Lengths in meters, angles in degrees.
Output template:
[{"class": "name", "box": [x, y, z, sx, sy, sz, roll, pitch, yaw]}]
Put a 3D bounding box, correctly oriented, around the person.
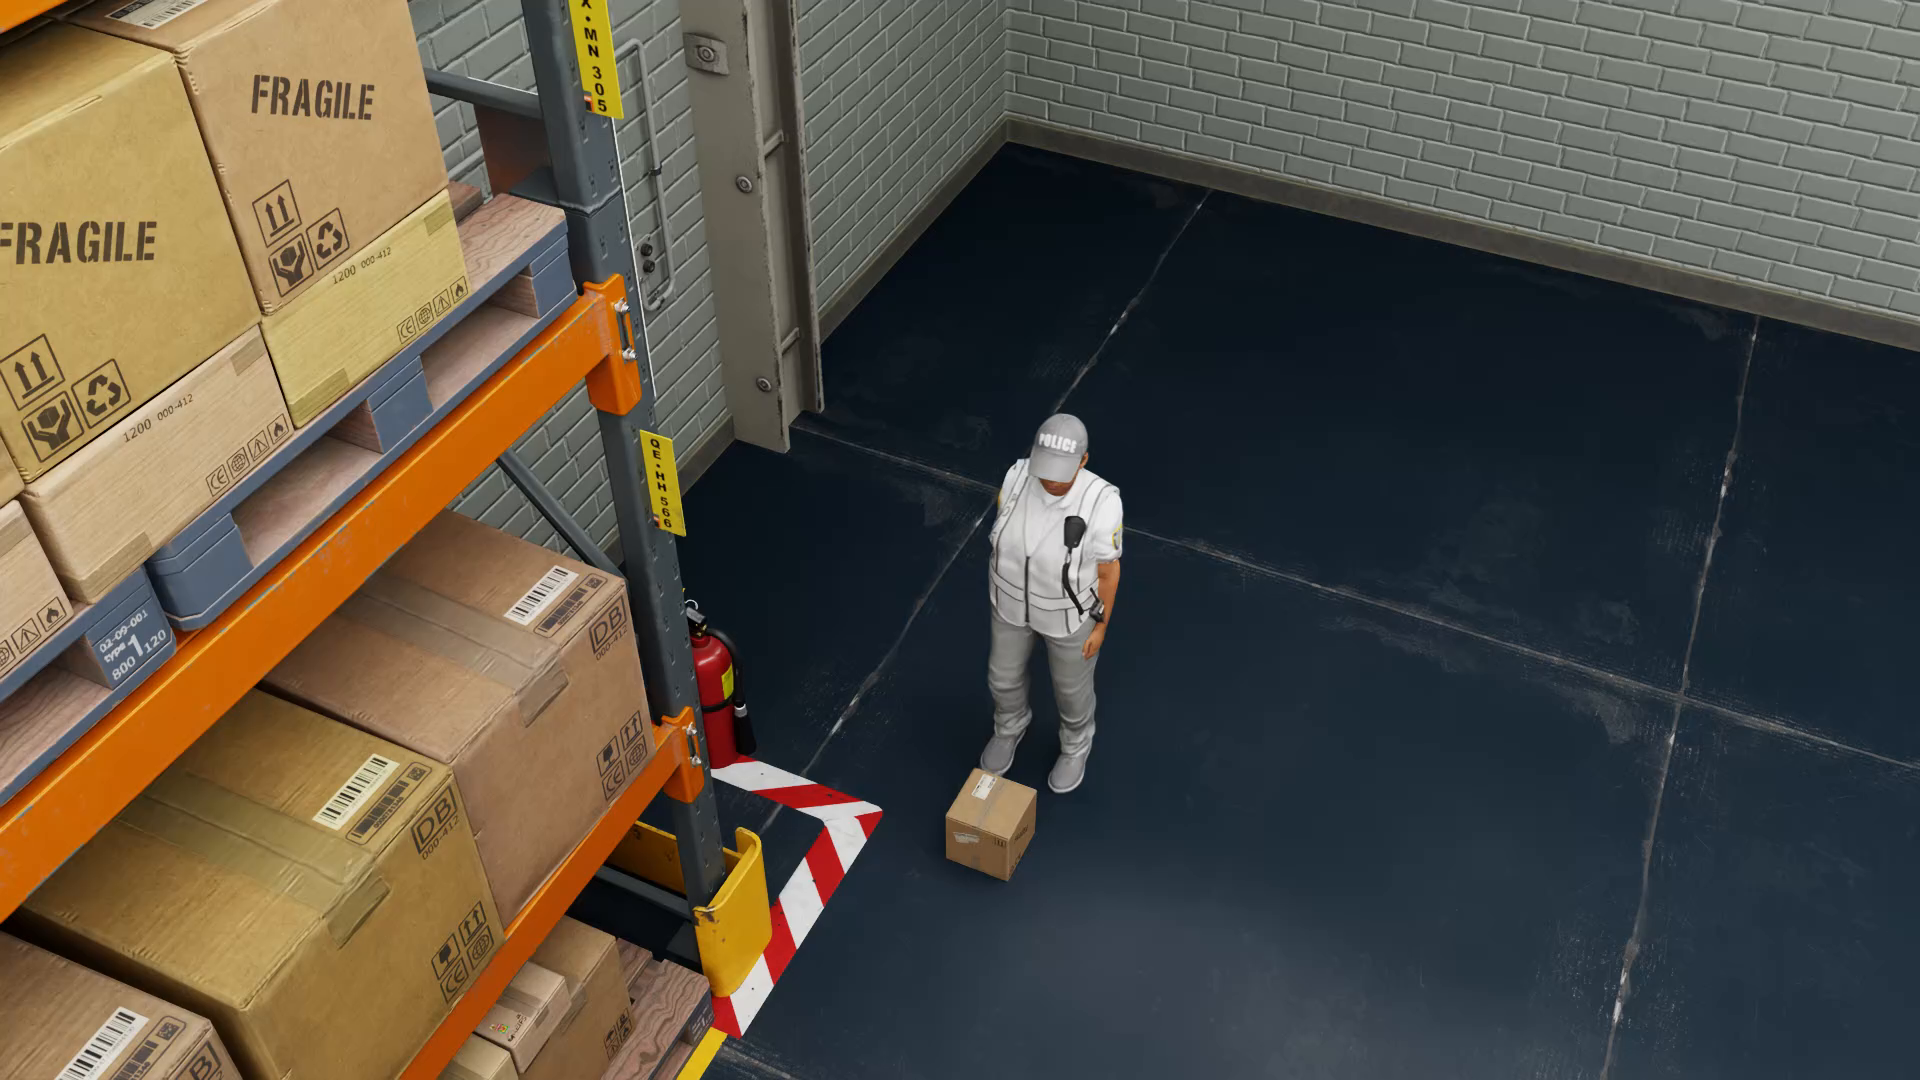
[{"class": "person", "box": [0.322, 0.240, 5.900, 0.467, 1.659, 0.394, 19, 45, 19]}]
